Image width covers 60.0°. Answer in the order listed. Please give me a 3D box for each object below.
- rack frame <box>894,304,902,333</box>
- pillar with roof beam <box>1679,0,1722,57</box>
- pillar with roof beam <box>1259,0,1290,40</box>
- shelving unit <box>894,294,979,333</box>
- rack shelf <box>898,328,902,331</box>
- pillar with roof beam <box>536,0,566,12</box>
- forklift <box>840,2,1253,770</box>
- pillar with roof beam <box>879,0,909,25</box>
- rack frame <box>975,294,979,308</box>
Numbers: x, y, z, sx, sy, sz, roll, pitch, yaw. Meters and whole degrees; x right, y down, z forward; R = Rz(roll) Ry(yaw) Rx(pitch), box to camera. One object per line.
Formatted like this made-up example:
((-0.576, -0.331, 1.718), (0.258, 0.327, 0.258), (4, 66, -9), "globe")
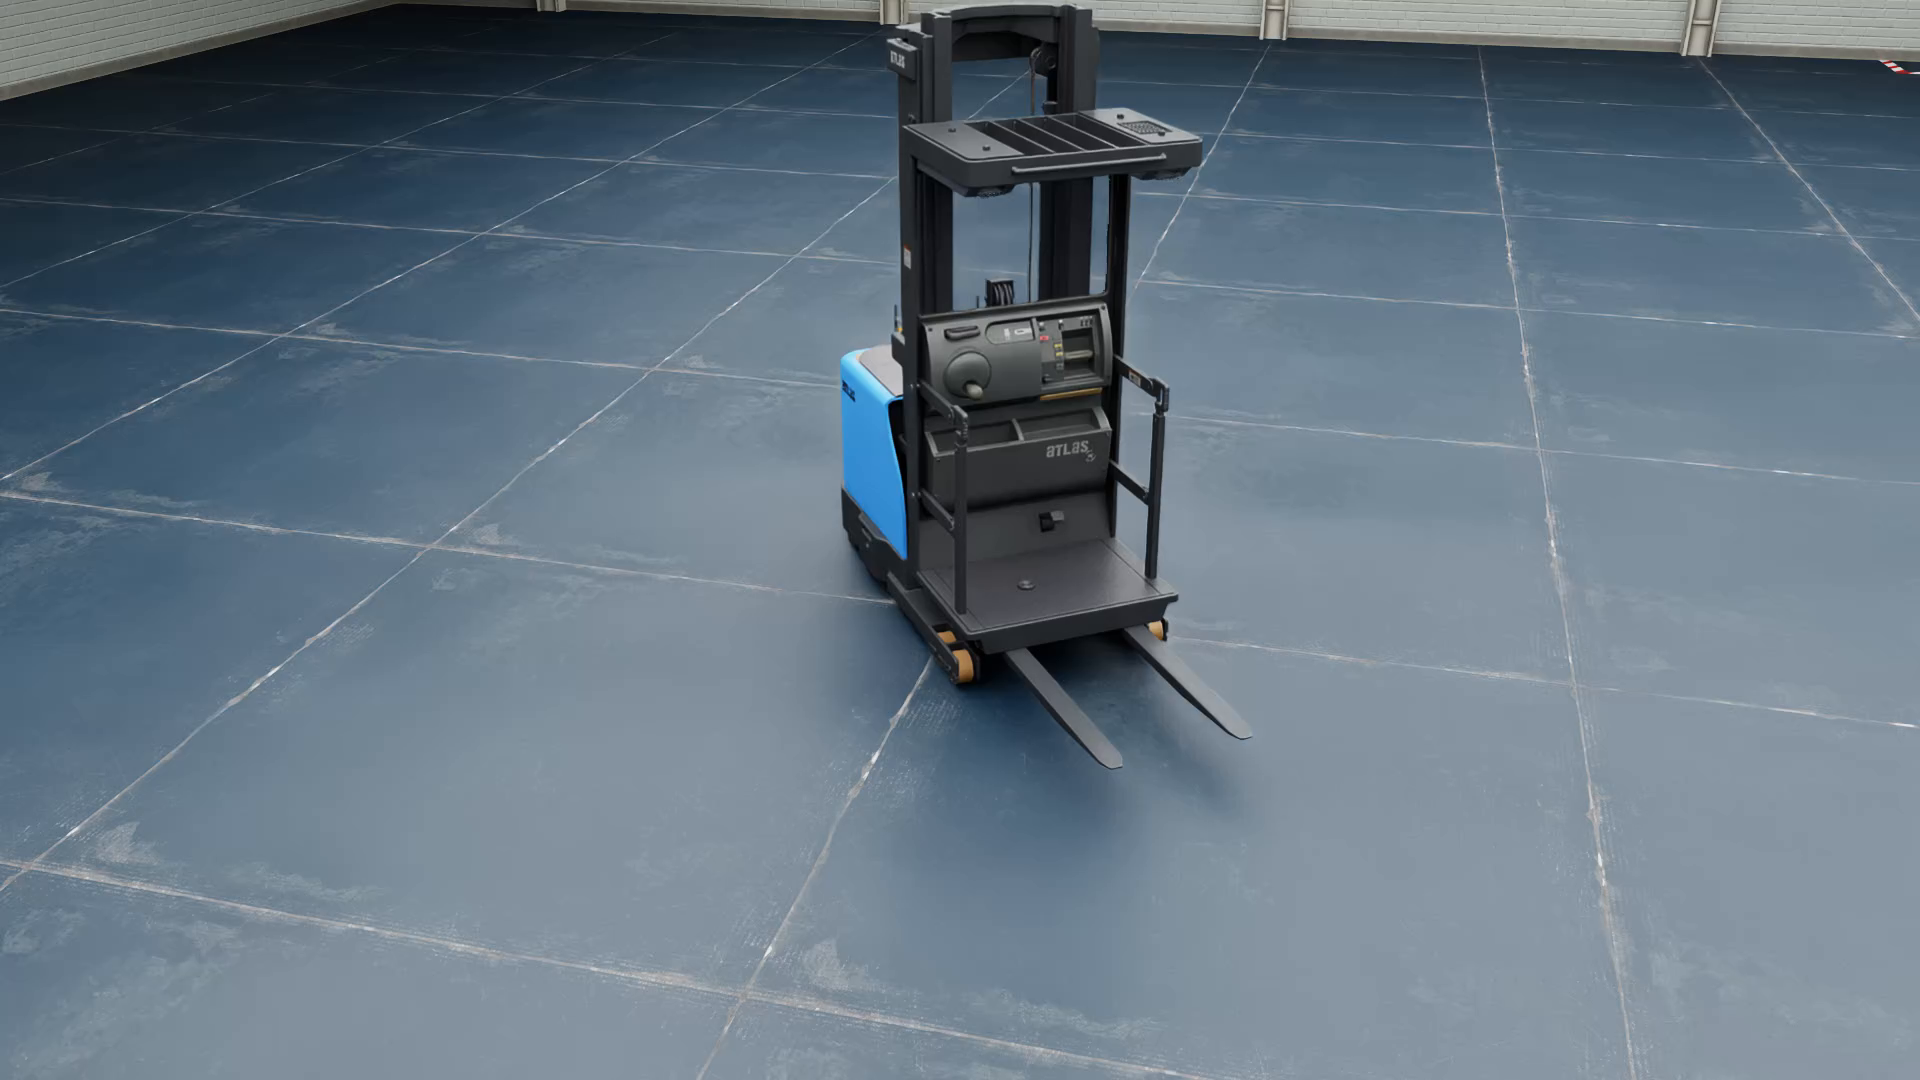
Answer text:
((-0.317, -0.719, 9.364), (0.015, 1.200, 0.240), (-10, 27, -20), "rack frame")
((9.501, -9.255, 18.220), (0.400, 9.000, 9.100), (6, 26, 13), "pillar with roof beam")
((3.690, -9.897, 19.569), (0.400, 9.000, 9.100), (6, 26, 13), "pillar with roof beam")
((-0.090, -0.758, 9.446), (0.503, 1.200, 0.258), (-10, 27, -20), "shelving unit")
((-0.090, -1.113, 9.277), (0.480, 0.148, 0.258), (-10, 27, -20), "rack shelf")
((-7.932, -11.182, 22.268), (0.400, 9.000, 9.100), (6, 26, 13), "pillar with roof beam")
((0.363, -0.847, 7.620), (1.130, 2.935, 3.031), (-10, 27, -20), "forklift")
((-2.121, -10.539, 20.919), (0.400, 9.000, 9.100), (6, 26, 13), "pillar with roof beam")
((0.137, -0.797, 9.527), (0.015, 1.200, 0.240), (-10, 27, -20), "rack frame")
